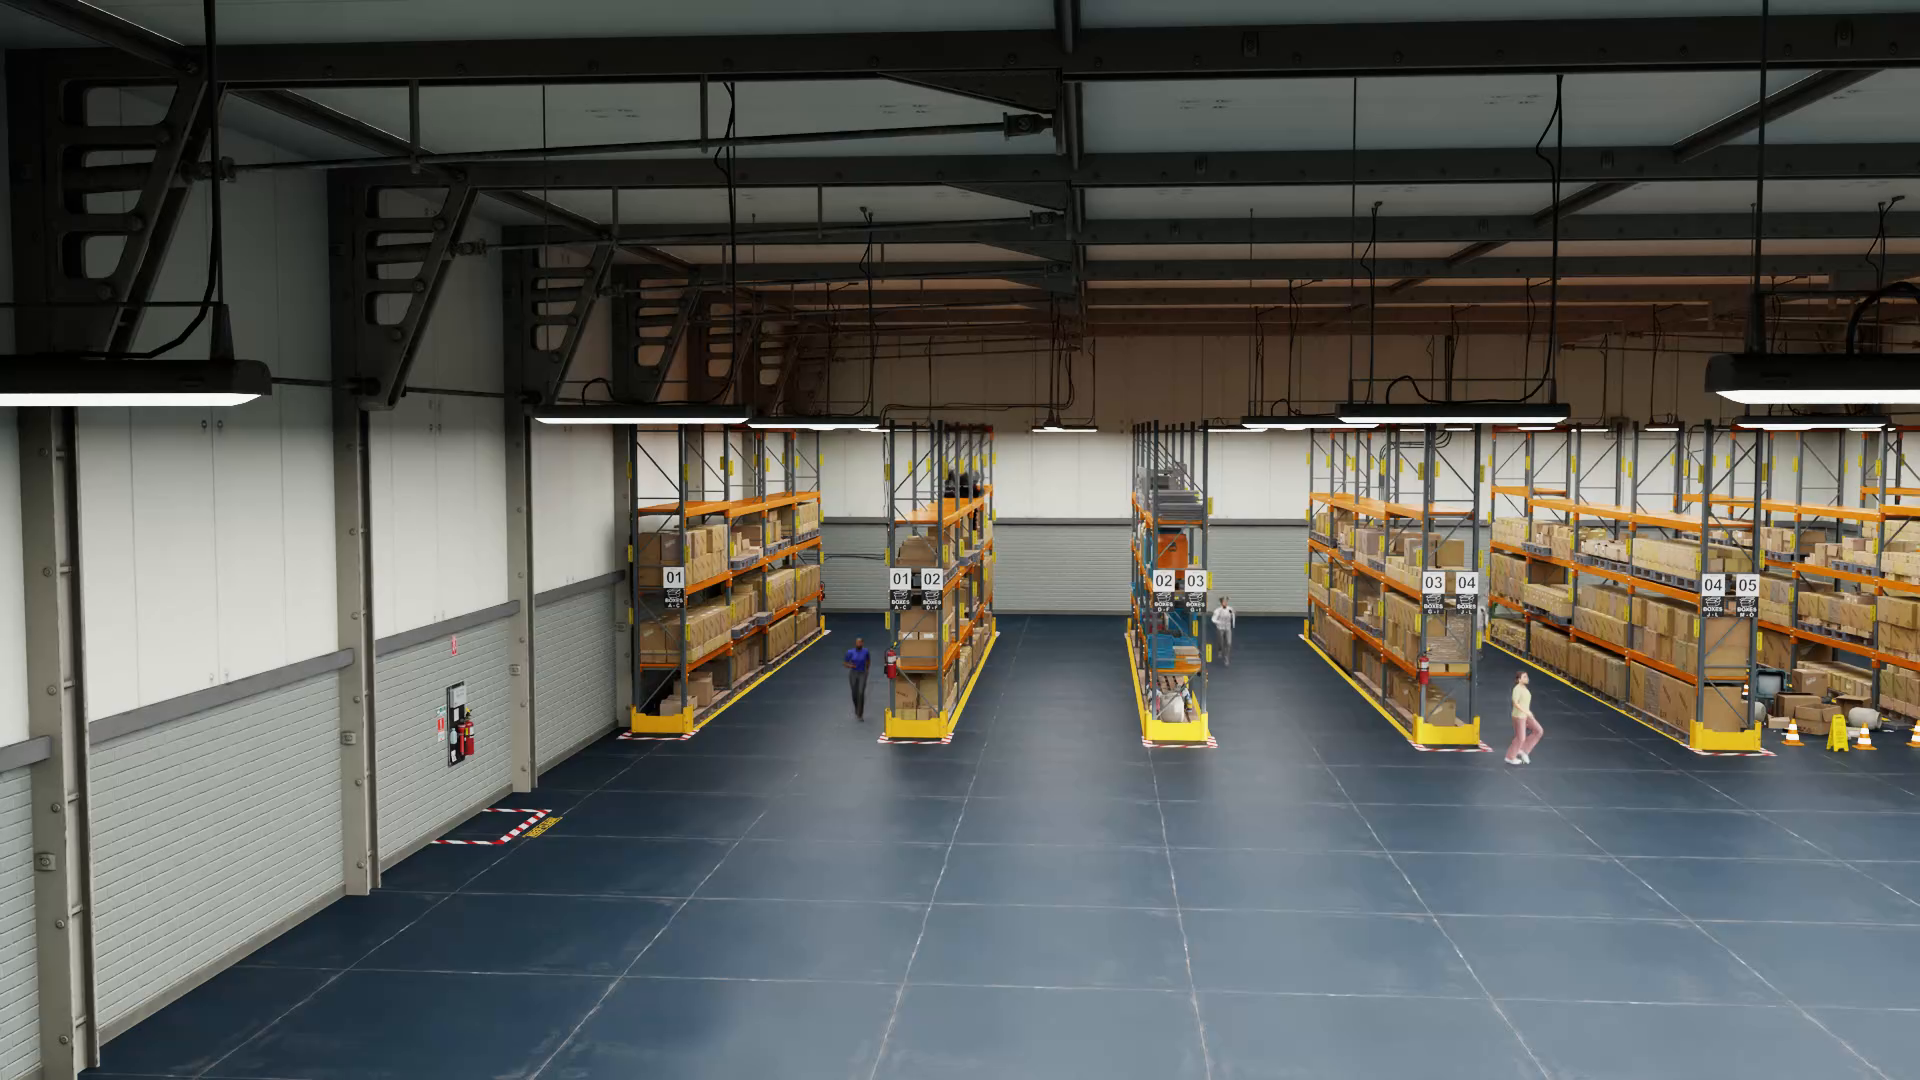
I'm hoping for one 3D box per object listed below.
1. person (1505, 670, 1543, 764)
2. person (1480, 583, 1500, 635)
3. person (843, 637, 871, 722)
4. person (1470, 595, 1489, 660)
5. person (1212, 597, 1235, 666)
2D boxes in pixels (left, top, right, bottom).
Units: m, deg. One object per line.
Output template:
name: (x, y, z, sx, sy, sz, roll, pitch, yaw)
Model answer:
person: (9.765, 3.070, 28.828, 0.616, 1.632, 0.597, 3, 4, 35)
person: (15.213, 1.823, 47.477, 0.948, 1.775, 0.655, -1, 4, -20)
person: (-2.074, 2.779, 33.505, 0.566, 1.677, 0.867, 0, 4, -5)
person: (13.088, 2.212, 42.072, 0.587, 1.661, 0.631, 1, 4, 12)
person: (6.601, 2.266, 41.612, 0.647, 1.738, 0.895, 0, 4, -7)
